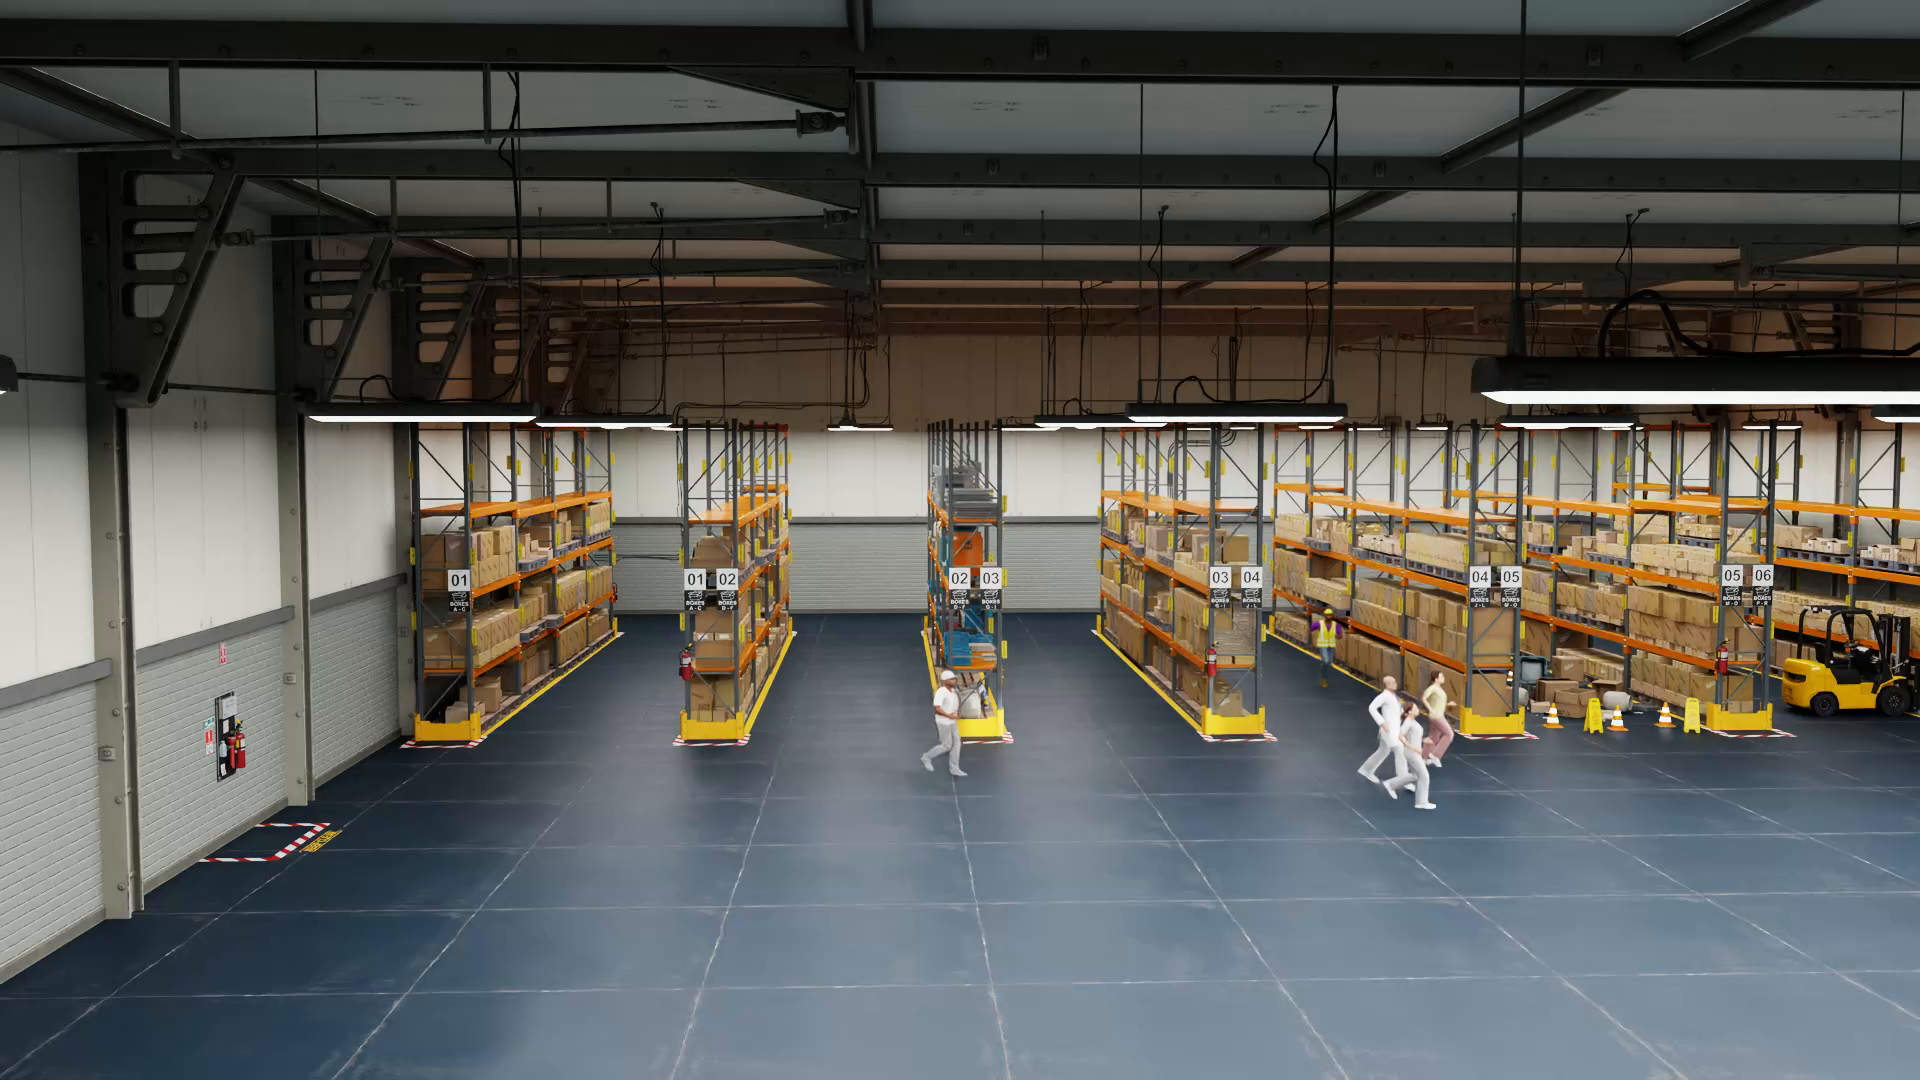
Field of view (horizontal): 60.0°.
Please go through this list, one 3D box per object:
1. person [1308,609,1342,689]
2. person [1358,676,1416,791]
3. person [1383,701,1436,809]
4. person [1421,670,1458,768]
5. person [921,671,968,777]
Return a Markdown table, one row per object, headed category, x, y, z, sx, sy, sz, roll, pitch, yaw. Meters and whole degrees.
| category | x | y | z | sx | sy | sz | roll | pitch | yaw |
| --- | --- | --- | --- | --- | --- | --- | --- | --- | --- |
| person | 8.271 | 2.449 | 37.464 | 0.687 | 1.812 | 0.712 | -1 | 4 | -8 |
| person | 6.919 | 3.095 | 26.793 | 0.980 | 1.808 | 0.687 | 1 | 4 | 22 |
| person | 6.875 | 3.274 | 25.408 | 0.802 | 1.635 | 0.575 | 2 | 4 | 23 |
| person | 8.186 | 3.065 | 28.541 | 0.667 | 1.673 | 0.554 | 1 | 4 | 22 |
| person | -0.237 | 3.065 | 27.859 | 0.776 | 1.766 | 0.726 | 1 | 4 | 22 |
